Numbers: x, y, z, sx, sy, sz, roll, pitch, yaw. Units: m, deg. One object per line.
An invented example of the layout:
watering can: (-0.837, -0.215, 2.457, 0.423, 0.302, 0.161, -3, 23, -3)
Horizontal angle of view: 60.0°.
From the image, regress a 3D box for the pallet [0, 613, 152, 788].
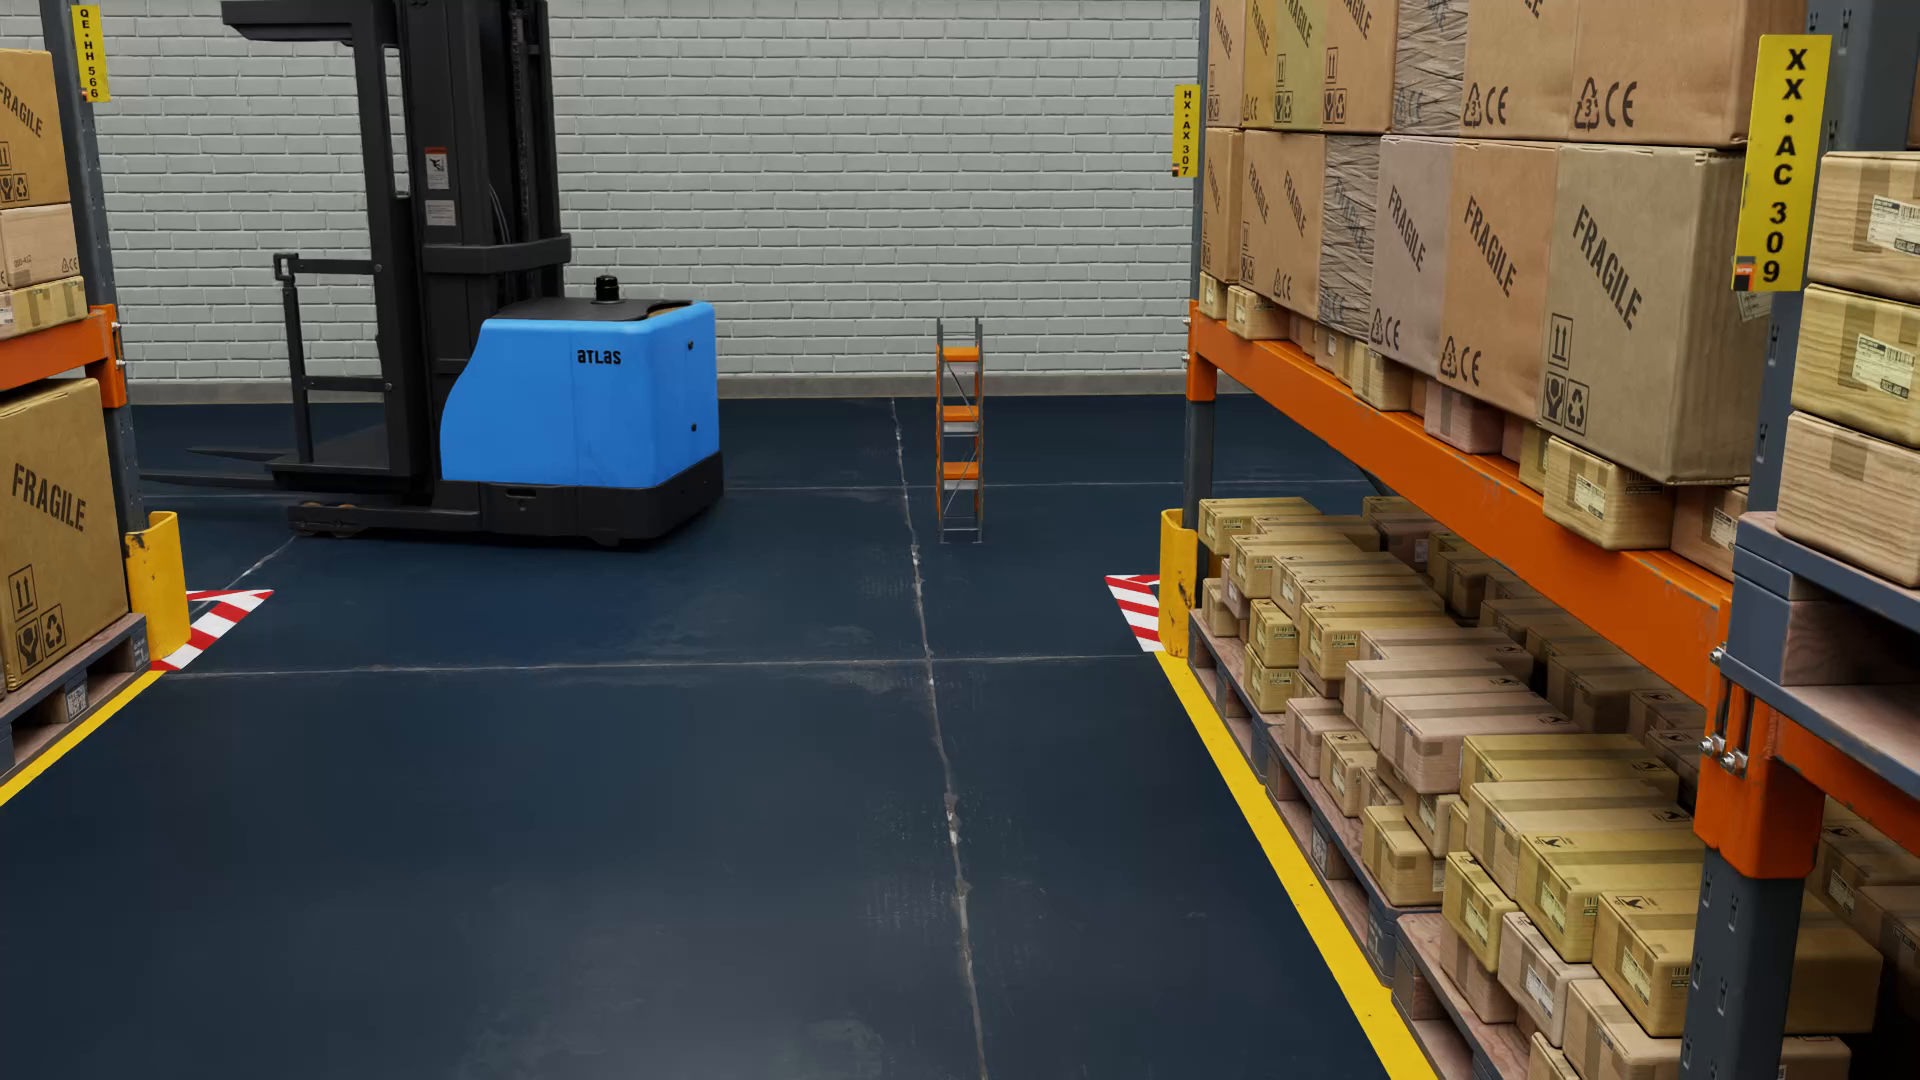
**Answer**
pallet: (-3.463, 0.526, 5.560, 1.003, 0.211, 1.213, -1, 14, -3)

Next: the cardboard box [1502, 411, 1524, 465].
cardboard box: (1.333, -0.220, 3.365, 0.380, 0.149, 0.250, -1, 14, -5)

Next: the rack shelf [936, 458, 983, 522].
rack shelf: (-0.003, -0.242, 8.019, 0.215, 0.259, 0.240, -1, 14, -3)

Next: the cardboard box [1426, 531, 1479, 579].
cardboard box: (1.753, 0.069, 5.424, 0.380, 0.149, 0.250, -1, 14, -5)

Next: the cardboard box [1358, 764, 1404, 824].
cardboard box: (1.236, 0.683, 4.232, 0.380, 0.149, 0.250, -1, 14, -2)

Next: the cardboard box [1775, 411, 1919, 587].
cardboard box: (1.179, -0.056, 1.885, 0.380, 0.149, 0.250, -2, 15, -6)

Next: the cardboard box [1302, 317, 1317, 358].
cardboard box: (1.224, -0.606, 4.866, 0.380, 0.149, 0.250, -1, 14, -4)

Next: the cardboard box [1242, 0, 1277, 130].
cardboard box: (1.166, -1.510, 5.069, 0.500, 0.500, 0.500, 0, 14, -2)

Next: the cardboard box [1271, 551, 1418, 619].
cardboard box: (1.182, 0.143, 5.137, 0.380, 0.149, 0.250, -2, 15, -6)

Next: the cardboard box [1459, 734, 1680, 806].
cardboard box: (1.316, 0.535, 3.612, 0.380, 0.149, 0.250, 0, 14, -2)

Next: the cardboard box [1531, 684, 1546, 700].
cardboard box: (1.760, 0.408, 4.703, 0.380, 0.149, 0.250, 0, 14, -1)

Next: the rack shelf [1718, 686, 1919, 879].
rack shelf: (1.738, 0.767, 0.471, 1.077, 0.370, 4.000, -1, 14, -3)

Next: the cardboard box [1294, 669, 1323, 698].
cardboard box: (1.216, 0.491, 4.976, 0.380, 0.149, 0.250, -1, 14, -3)

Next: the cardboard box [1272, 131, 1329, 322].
cardboard box: (1.194, -0.896, 4.690, 0.500, 0.500, 0.500, -1, 14, -3)

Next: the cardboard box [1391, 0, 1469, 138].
cardboard box: (1.260, -1.125, 3.573, 0.500, 0.500, 0.500, -1, 14, -2)

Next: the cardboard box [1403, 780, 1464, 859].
cardboard box: (1.261, 0.620, 3.878, 0.380, 0.149, 0.250, -1, 14, -2)

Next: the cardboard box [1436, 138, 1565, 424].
cardboard box: (1.271, -0.517, 3.217, 0.500, 0.500, 0.500, -1, 14, -5)

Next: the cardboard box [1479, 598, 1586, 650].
cardboard box: (1.683, 0.267, 4.652, 0.380, 0.149, 0.250, -1, 14, -5)

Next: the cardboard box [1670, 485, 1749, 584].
cardboard box: (1.362, -0.025, 2.608, 0.380, 0.149, 0.250, -1, 14, -4)

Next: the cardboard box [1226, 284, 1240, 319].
cardboard box: (1.116, -0.804, 5.636, 0.380, 0.149, 0.250, 0, 14, -1)

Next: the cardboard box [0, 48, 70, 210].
cardboard box: (-3.298, -1.340, 5.414, 0.500, 0.500, 0.500, -1, 14, -3)

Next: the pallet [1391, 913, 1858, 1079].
pallet: (1.537, 1.105, 3.309, 1.003, 0.211, 1.213, -1, 14, -3)

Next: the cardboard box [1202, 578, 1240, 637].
cardboard box: (1.079, 0.239, 5.958, 0.380, 0.149, 0.250, -1, 14, -2)

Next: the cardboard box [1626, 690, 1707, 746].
cardboard box: (1.803, 0.461, 3.901, 0.380, 0.149, 0.250, -1, 14, -2)

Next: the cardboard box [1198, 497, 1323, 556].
cardboard box: (1.059, -0.049, 5.883, 0.380, 0.149, 0.250, -2, 15, -6)

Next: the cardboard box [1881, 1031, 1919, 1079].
cardboard box: (1.912, 1.003, 2.988, 0.380, 0.149, 0.250, -2, 15, -6)

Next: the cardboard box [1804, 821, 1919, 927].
cardboard box: (1.841, 0.652, 3.158, 0.380, 0.149, 0.250, 0, 14, -1)

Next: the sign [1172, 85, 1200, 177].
sign: (0.824, -1.485, 6.040, 0.100, 0.325, 0.005, -1, 14, -3)

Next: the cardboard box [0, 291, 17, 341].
cardboard box: (-3.208, -0.690, 5.192, 0.380, 0.149, 0.250, -1, 14, -3)

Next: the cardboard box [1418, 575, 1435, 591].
cardboard box: (1.717, 0.215, 5.451, 0.380, 0.149, 0.250, -1, 15, -6)

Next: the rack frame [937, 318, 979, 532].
rack frame: (-0.011, -0.552, 8.065, 0.200, 1.050, 0.008, -1, 14, -3)

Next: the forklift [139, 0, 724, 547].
forklift: (-2.798, -1.553, 8.178, 3.031, 2.935, 1.130, 3, 15, 11)

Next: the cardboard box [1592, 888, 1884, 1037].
cardboard box: (1.332, 0.726, 2.871, 0.380, 0.149, 0.250, 0, 14, -2)

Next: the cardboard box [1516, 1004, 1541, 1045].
cardboard box: (1.317, 0.940, 3.232, 0.380, 0.149, 0.250, 0, 14, -2)

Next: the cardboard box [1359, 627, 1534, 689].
cardboard box: (1.272, 0.339, 4.374, 0.380, 0.149, 0.250, -1, 14, -3)

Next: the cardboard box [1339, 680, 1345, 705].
cardboard box: (1.283, 0.419, 4.660, 0.380, 0.149, 0.250, 0, 14, -1)

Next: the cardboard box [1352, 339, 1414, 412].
cardboard box: (1.194, -0.413, 4.114, 0.380, 0.149, 0.250, -1, 14, -2)

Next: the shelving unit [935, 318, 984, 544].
shelving unit: (-0.003, -0.522, 7.947, 0.215, 1.050, 0.252, -1, 14, -3)

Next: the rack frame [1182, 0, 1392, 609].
rack frame: (1.366, -1.074, 6.181, 1.000, 3.000, 0.127, -1, 14, -3)

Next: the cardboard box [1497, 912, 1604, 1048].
cardboard box: (1.248, 0.814, 3.126, 0.380, 0.149, 0.250, -2, 15, -6)
